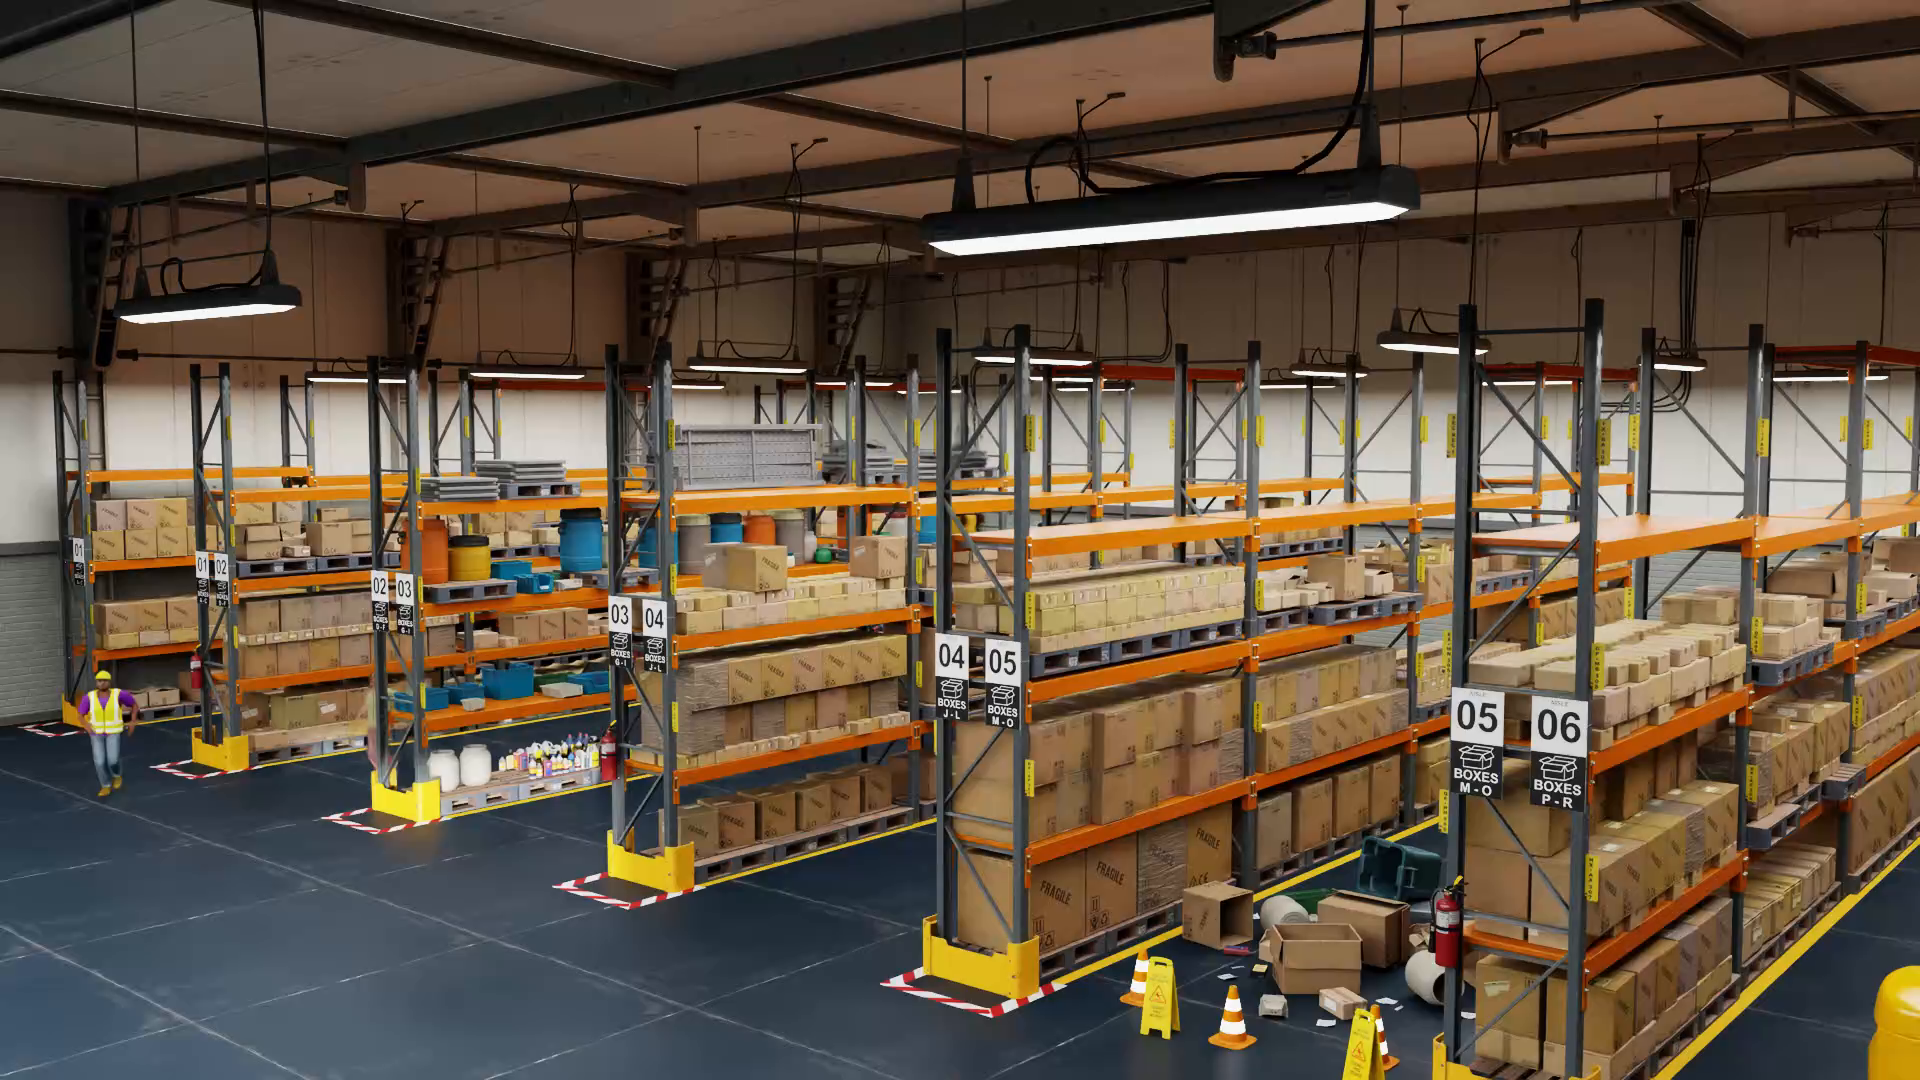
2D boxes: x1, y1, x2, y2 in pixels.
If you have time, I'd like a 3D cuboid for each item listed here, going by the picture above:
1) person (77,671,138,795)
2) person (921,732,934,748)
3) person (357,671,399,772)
[{"bbox_3d":[-11.717,2.652,22.847,0.738,1.727,0.593,-2,4,-22],"label":"person"},{"bbox_3d":[-0.442,2.492,24.304,0.678,1.780,1.046,3,5,34],"label":"person"},{"bbox_3d":[-8.227,2.650,23.477,0.626,1.639,0.525,2,5,29],"label":"person"}]
